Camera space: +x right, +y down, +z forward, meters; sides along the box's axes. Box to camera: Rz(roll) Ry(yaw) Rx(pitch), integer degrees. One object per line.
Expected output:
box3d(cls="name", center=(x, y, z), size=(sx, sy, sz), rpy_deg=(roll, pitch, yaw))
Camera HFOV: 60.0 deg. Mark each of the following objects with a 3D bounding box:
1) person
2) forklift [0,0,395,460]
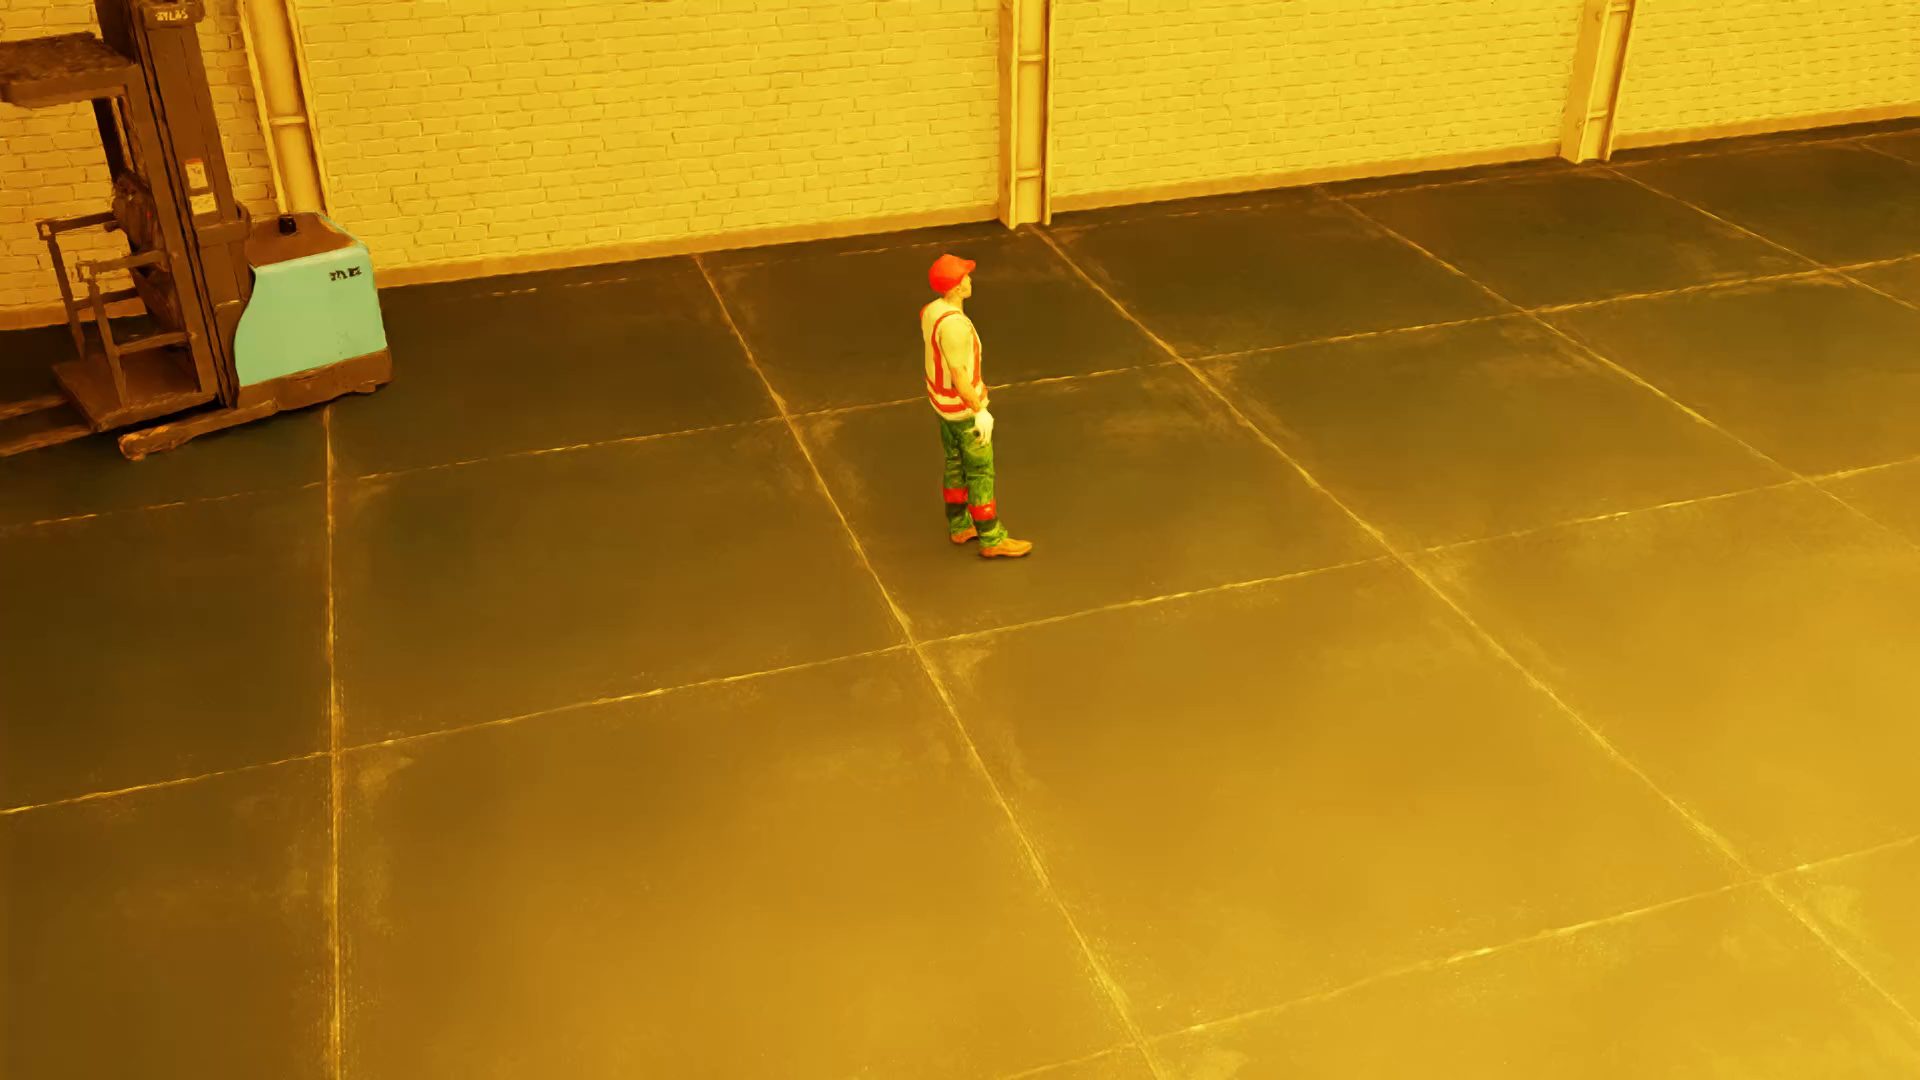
box3d(cls="person", center=(0.082, -0.789, 9.590), size=(0.559, 1.787, 0.637), rpy_deg=(-10, 31, -16))
box3d(cls="forklift", center=(-5.516, -2.094, 10.726), size=(3.031, 2.935, 1.130), rpy_deg=(-22, 36, -33))
